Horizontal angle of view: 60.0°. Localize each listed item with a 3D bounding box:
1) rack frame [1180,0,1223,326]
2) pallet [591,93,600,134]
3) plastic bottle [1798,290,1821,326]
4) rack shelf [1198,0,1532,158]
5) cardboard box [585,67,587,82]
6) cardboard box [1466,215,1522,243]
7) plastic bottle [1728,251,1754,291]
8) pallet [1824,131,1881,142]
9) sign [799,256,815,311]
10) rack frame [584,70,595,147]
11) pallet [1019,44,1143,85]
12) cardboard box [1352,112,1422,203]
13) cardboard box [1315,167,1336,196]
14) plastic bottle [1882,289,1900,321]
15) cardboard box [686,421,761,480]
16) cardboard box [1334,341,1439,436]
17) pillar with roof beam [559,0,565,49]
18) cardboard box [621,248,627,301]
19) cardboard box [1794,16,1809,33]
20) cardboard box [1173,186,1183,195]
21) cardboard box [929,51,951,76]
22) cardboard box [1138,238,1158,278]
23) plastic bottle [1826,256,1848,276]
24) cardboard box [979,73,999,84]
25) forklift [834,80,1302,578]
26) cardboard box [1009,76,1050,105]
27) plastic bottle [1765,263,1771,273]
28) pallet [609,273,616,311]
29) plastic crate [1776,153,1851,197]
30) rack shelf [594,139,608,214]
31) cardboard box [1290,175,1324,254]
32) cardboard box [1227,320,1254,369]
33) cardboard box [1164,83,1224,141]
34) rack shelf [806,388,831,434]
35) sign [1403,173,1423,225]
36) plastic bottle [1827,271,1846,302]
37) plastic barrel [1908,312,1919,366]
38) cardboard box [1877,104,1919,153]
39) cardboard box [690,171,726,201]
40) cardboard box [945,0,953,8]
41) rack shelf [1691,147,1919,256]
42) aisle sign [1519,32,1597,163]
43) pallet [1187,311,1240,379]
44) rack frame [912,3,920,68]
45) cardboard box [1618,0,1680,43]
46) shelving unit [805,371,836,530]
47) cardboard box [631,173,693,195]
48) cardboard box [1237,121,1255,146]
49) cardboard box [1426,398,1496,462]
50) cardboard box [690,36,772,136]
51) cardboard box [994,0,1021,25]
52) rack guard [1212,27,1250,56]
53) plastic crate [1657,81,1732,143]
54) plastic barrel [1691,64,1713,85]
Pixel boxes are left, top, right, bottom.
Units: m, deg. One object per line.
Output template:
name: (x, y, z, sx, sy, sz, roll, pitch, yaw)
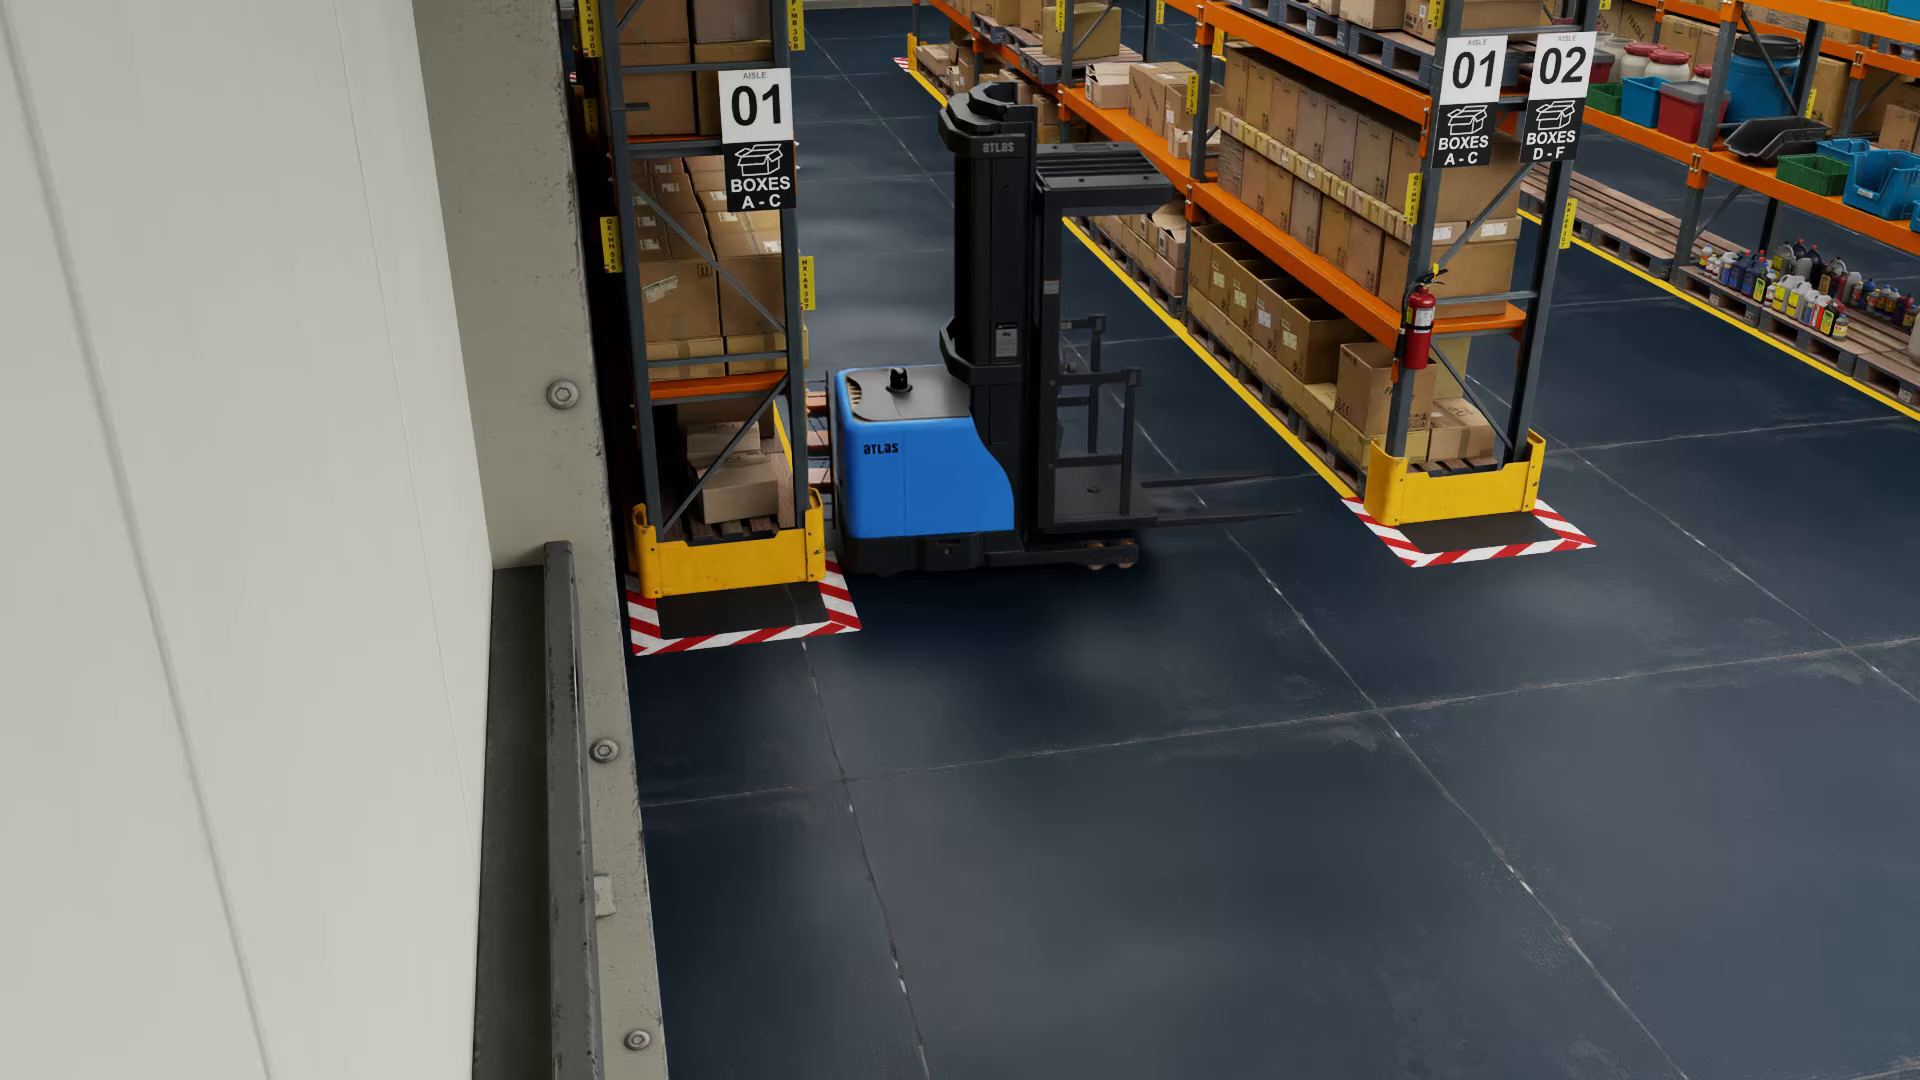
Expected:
rack frame: (2.487, -3.330, 14.365, 1.000, 3.000, 0.127, -6, 27, -12)
pallet: (-2.976, -4.194, 16.289, 1.213, 0.211, 1.003, -6, 27, -12)
plastic bottle: (7.313, -1.992, 14.249, 0.152, 0.276, 0.135, -7, 28, -13)
rack shelf: (2.938, -3.470, 12.112, 1.077, 0.370, 4.000, -6, 27, -12)
cardboard box: (-3.856, -5.036, 18.002, 0.380, 0.149, 0.250, -7, 28, -13)
cardboard box: (3.510, -2.103, 11.102, 0.380, 0.149, 0.250, -6, 27, -12)
plastic bottle: (7.091, -2.449, 15.071, 0.144, 0.351, 0.185, -5, 27, -10)
pallet: (11.133, -5.199, 21.163, 1.003, 0.211, 1.213, -6, 27, -12)
sign: (-0.909, -1.511, 9.801, 0.100, 0.325, 0.005, -6, 27, -12)
rack frame: (-4.142, -6.338, 20.324, 1.000, 3.000, 0.127, -6, 27, -12)
pallet: (1.364, -5.291, 18.463, 1.213, 0.211, 1.003, -6, 27, -12)
cardboard box: (3.160, -2.658, 11.482, 0.700, 0.500, 0.500, -7, 28, -13)
cardboard box: (2.823, -2.625, 12.138, 0.380, 0.149, 0.250, -5, 27, -10)
plastic bottle: (8.033, -2.032, 14.333, 0.097, 0.271, 0.097, 0, 27, 0)
cardboard box: (-1.634, -0.629, 11.509, 0.500, 0.311, 0.500, -4, 27, -7)
cardboard box: (2.977, -1.074, 11.649, 0.500, 0.500, 0.500, -6, 27, -12)
pillar with roof beam: (-2.300, -12.306, 25.491, 9.100, 9.000, 0.400, -6, 27, -12)
cardboard box: (-2.093, -1.866, 11.608, 0.500, 0.250, 0.500, -6, 27, -11)
cardboard box: (10.778, -6.546, 20.626, 0.500, 0.500, 0.500, -6, 27, -12)
cardboard box: (2.289, -3.422, 16.510, 0.500, 0.311, 0.500, -5, 27, -10)
cardboard box: (-0.146, -6.861, 23.923, 0.500, 0.250, 0.500, -6, 27, -12)
cardboard box: (1.999, -2.665, 15.633, 0.500, 0.250, 0.500, -6, 27, -12)
plastic bottle: (7.856, -2.366, 14.906, 0.144, 0.351, 0.185, -6, 27, -12)
cardboard box: (0.555, -5.686, 21.318, 0.500, 0.500, 0.500, -7, 28, -14)
forklift: (0.718, -1.354, 10.527, 3.031, 2.935, 1.130, -4, 27, -7)
cardboard box: (0.894, -5.361, 19.843, 0.500, 0.250, 0.500, -6, 27, -13)
plastic bottle: (7.241, -2.362, 14.987, 0.097, 0.271, 0.097, 0, 27, 0)
pallet: (-2.794, -2.459, 15.734, 1.003, 0.211, 1.213, -6, 27, -12)
plastic crate: (7.344, -3.112, 14.169, 0.450, 0.188, 0.662, -6, 27, -12)
rack shelf: (-2.789, -3.382, 15.267, 1.077, 0.370, 4.000, -6, 27, -12)
cardboard box: (2.944, -2.504, 12.618, 0.700, 0.500, 0.500, -5, 27, -10)
cardboard box: (2.511, -1.616, 13.554, 0.500, 0.250, 0.500, -6, 27, -12)
cardboard box: (2.211, -3.945, 15.472, 0.500, 0.500, 0.500, -4, 27, -8)
rack shelf: (-0.958, -0.829, 10.956, 0.215, 0.259, 0.240, -3, 28, -3)
sign: (2.856, -2.148, 10.475, 0.100, 0.325, 0.005, -6, 27, -12)
plastic bottle: (7.785, -2.253, 14.758, 0.061, 0.283, 0.133, -6, 27, -12)
plastic barrel: (7.879, -1.654, 13.339, 0.421, 0.512, 0.421, 0, 27, 0)
cardboard box: (11.408, -4.879, 19.720, 0.700, 0.500, 0.500, -7, 28, -14)
cardboard box: (-1.592, -2.257, 11.552, 0.500, 0.500, 0.500, -5, 27, -10)
cardboard box: (0.086, -7.532, 22.579, 0.500, 0.500, 0.500, -5, 27, -10)
rack shelf: (7.764, -2.632, 13.781, 1.077, 0.370, 4.000, -6, 27, -12)
aisle sign: (3.701, -2.737, 10.305, 0.394, 0.787, 0.004, -6, 27, -12)
pallet: (2.625, -1.732, 14.294, 1.003, 0.211, 1.213, -6, 27, -12)
rack frame: (-0.218, -8.598, 24.803, 1.000, 3.000, 0.127, -6, 27, -12)
cardboard box: (10.265, -7.383, 24.288, 0.875, 0.875, 0.875, -6, 27, -12)
shelving unit: (-0.953, -0.589, 11.086, 0.215, 1.050, 0.252, -3, 28, -3)
cardboard box: (-2.089, -2.201, 11.441, 0.500, 0.500, 0.500, -6, 27, -11)
cardboard box: (2.475, -3.303, 13.482, 0.380, 0.149, 0.250, -7, 28, -13)
cardboard box: (3.484, -0.792, 11.922, 0.500, 0.250, 0.500, -6, 27, -12)
cardboard box: (-1.269, -2.634, 9.525, 0.500, 0.500, 0.500, -5, 27, -10)
cardboard box: (0.789, -6.548, 20.164, 0.700, 0.500, 0.500, -2, 27, -3)
rack guard: (4.591, -7.993, 26.377, 1.175, 0.500, 0.348, -6, 27, -12)
plastic crate: (6.906, -4.042, 15.704, 0.402, 0.464, 0.583, -6, 27, -12)
plastic barrel: (7.312, -4.334, 16.204, 0.433, 0.535, 0.433, 0, 27, 0)
